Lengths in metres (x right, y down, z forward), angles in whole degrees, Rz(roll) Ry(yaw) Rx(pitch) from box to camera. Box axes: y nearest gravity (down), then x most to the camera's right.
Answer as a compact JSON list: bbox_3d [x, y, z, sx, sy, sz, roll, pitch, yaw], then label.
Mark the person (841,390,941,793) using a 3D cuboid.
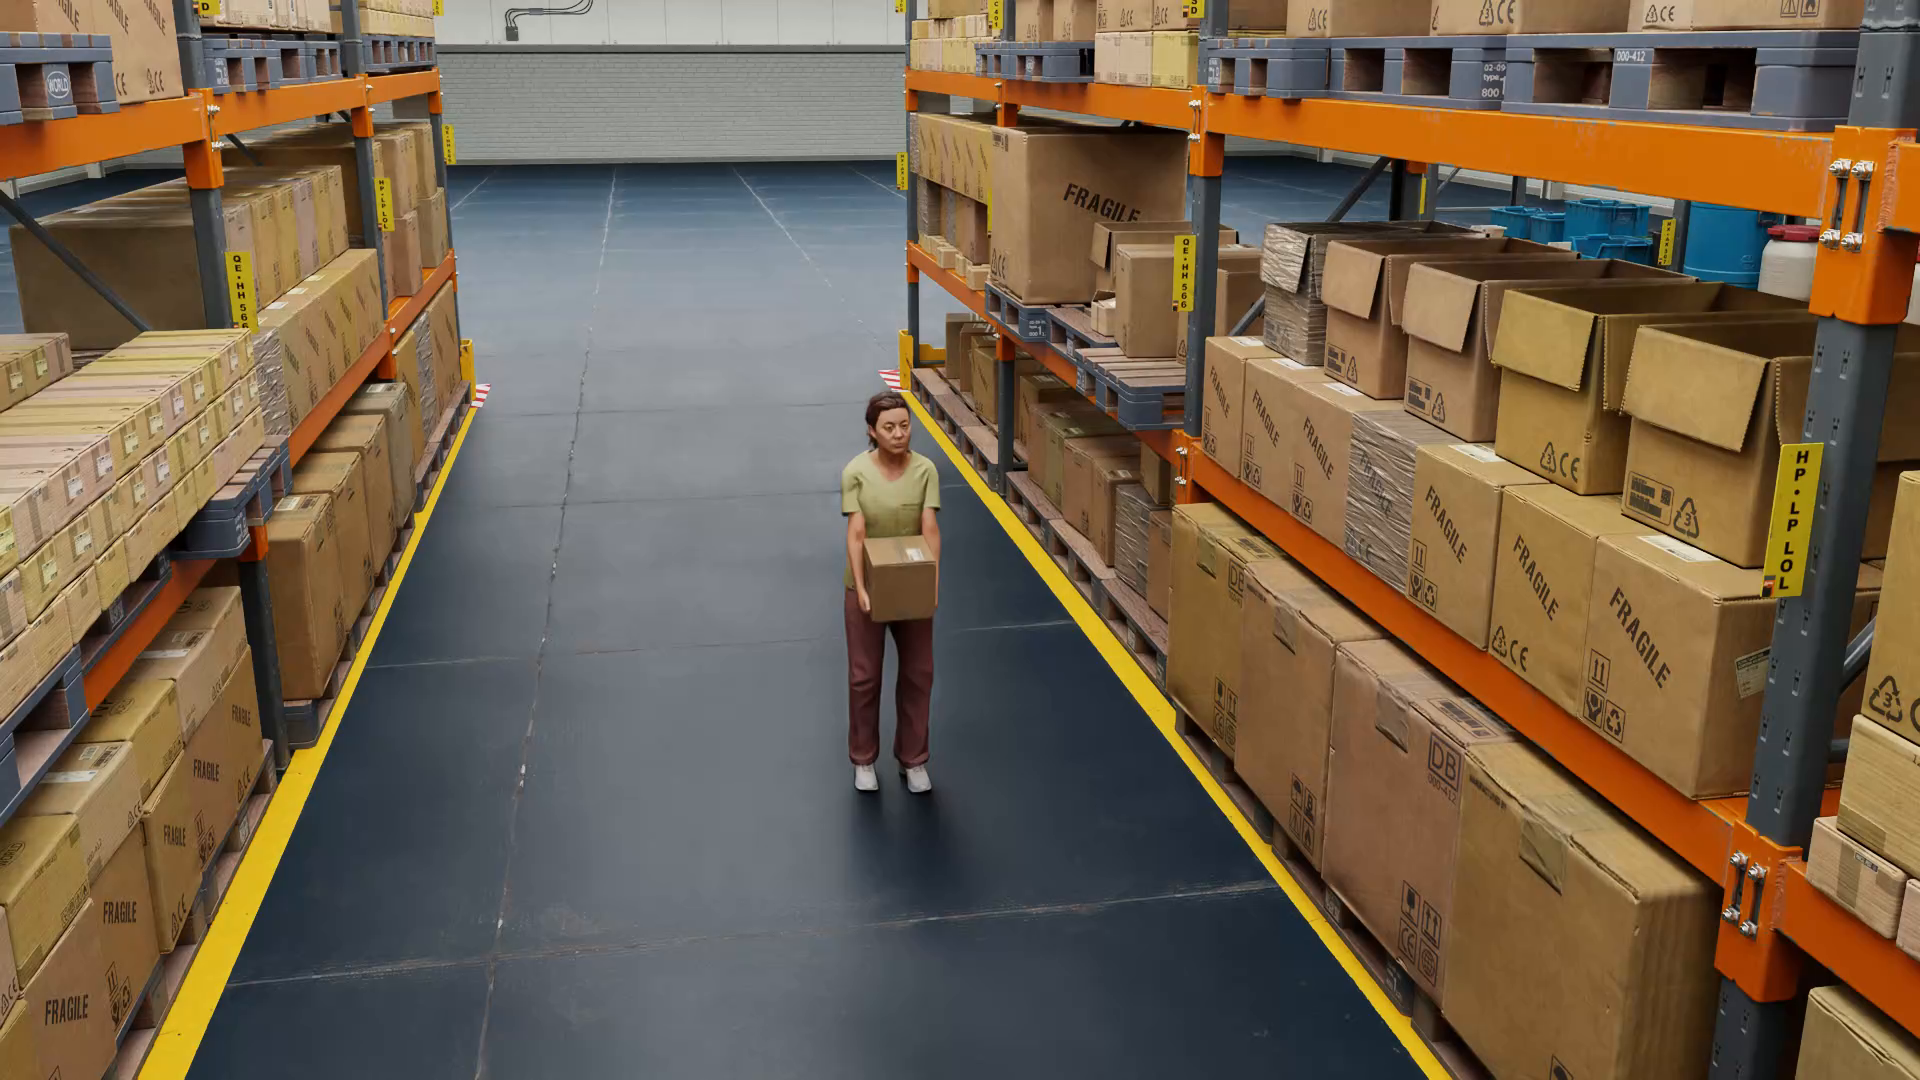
[{"bbox_3d":[-0.269,0.232,6.776,0.407,1.668,0.504,-3,17,-11],"label":"person"}]
